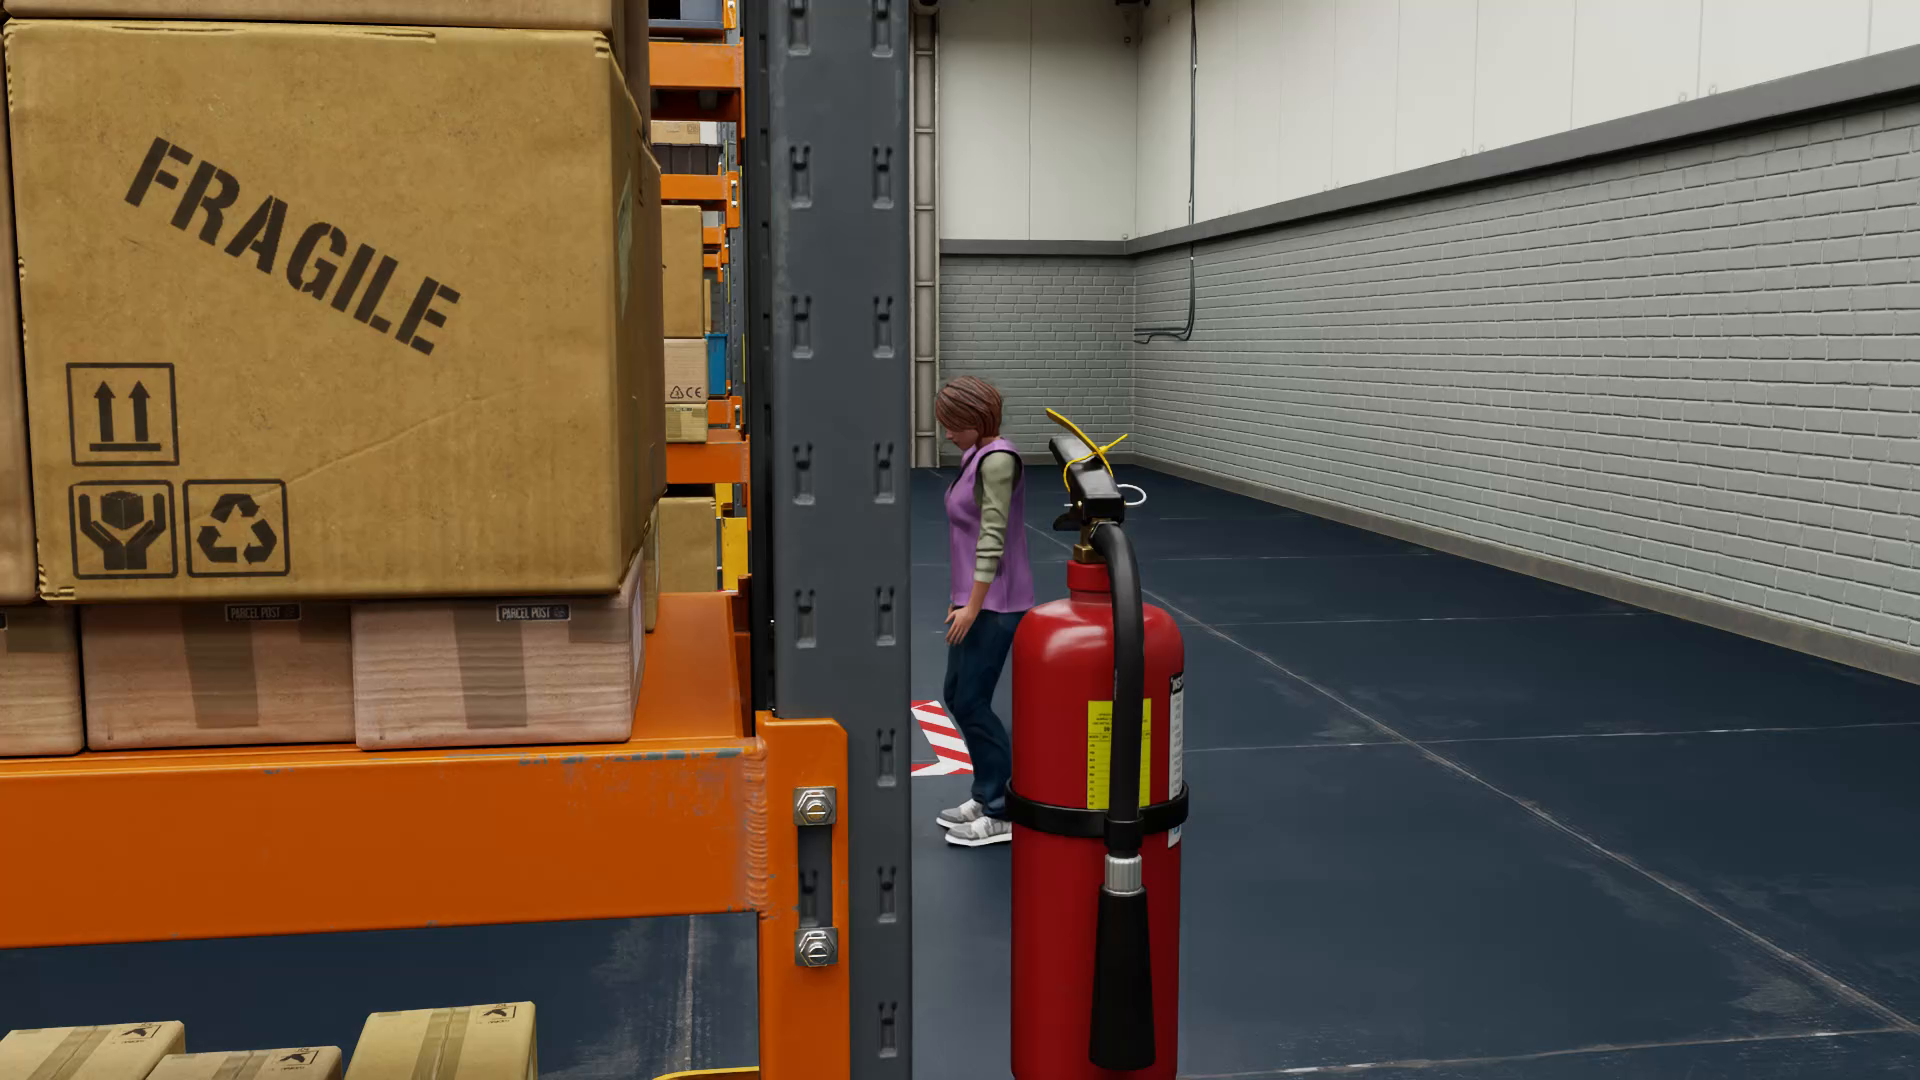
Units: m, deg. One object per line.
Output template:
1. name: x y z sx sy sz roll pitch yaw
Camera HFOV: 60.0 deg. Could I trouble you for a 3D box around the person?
1. person: 0.086 0.238 5.621 0.340 1.579 0.417 -1 7 -7
